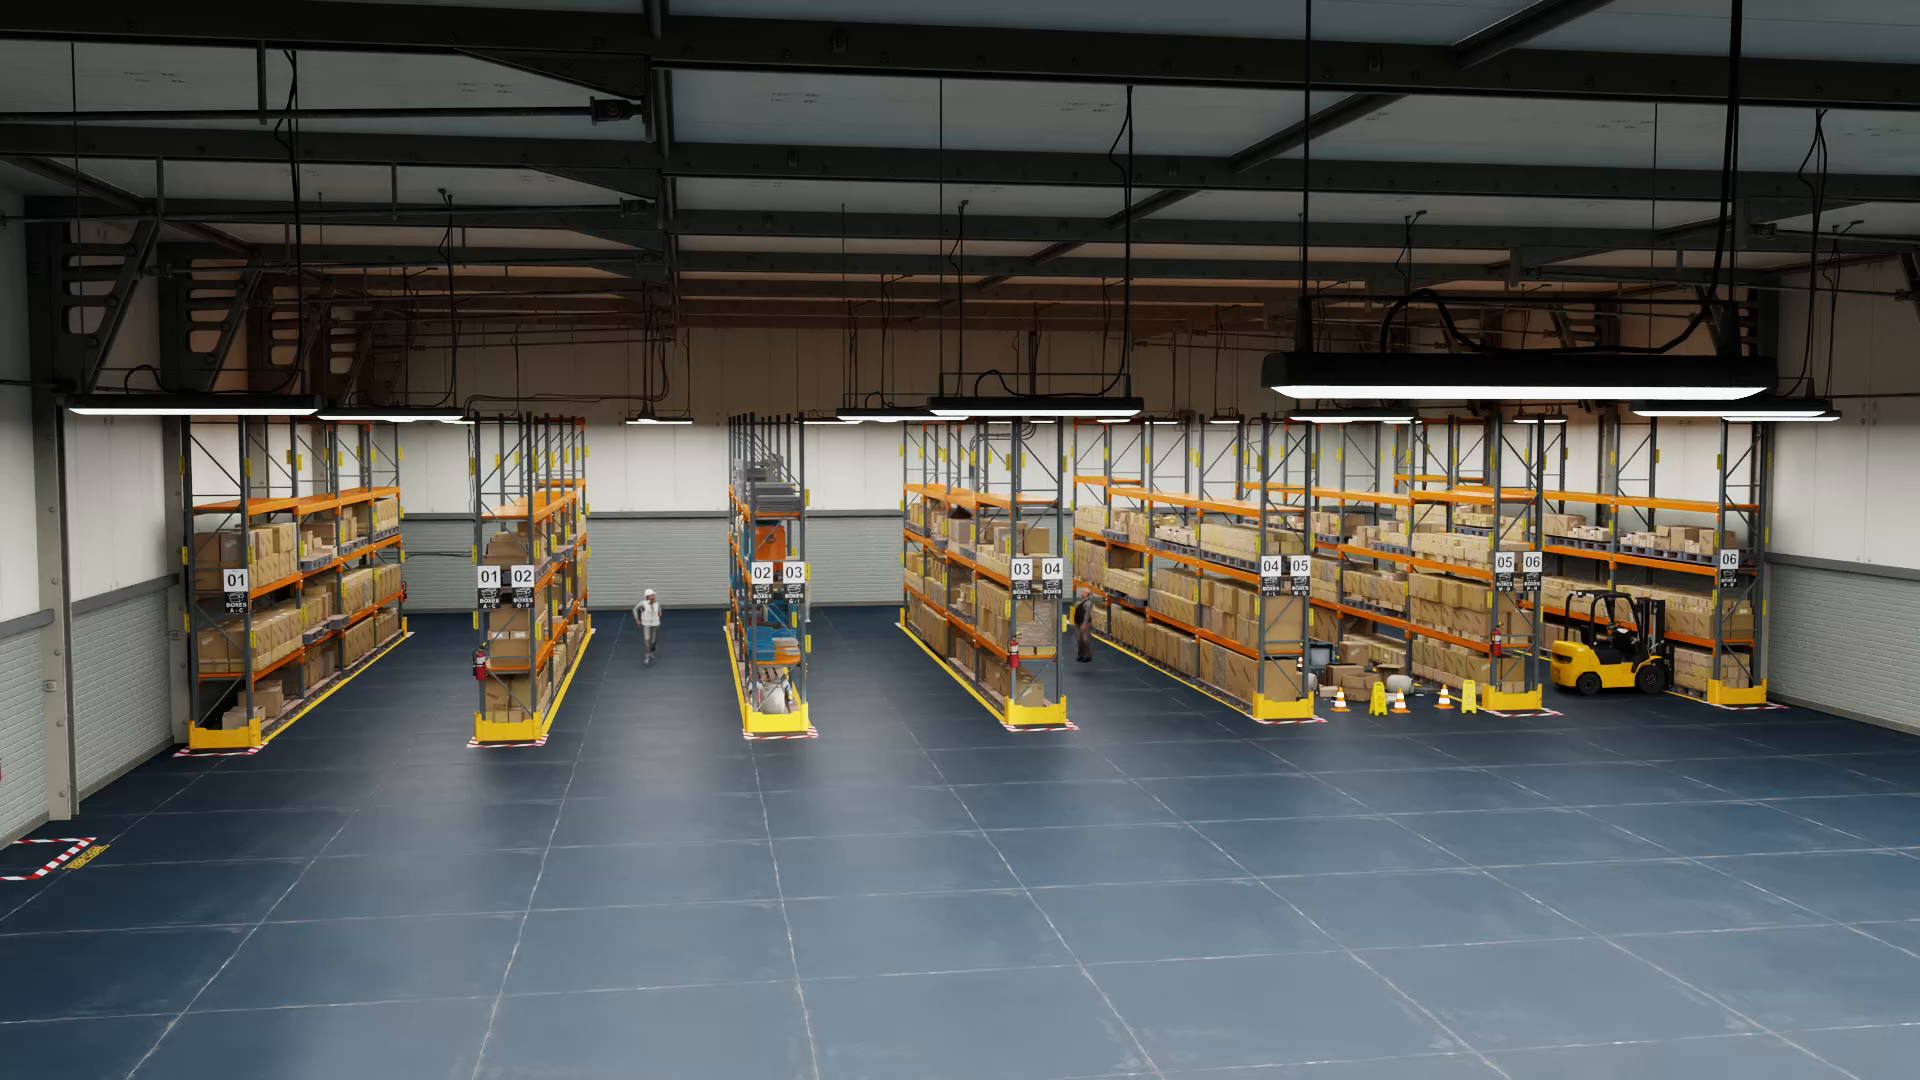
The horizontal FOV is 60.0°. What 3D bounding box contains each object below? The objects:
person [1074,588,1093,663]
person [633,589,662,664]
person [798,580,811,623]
[{"bbox_3d":[2.885,1.984,38.983,0.434,1.723,0.545,-3,5,-34],"label":"person"},{"bbox_3d":[-7.581,2.065,40.390,0.701,1.747,0.995,-1,4,-11],"label":"person"},{"bbox_3d":[-4.578,1.617,48.805,0.418,1.553,0.902,-1,4,-15],"label":"person"}]
